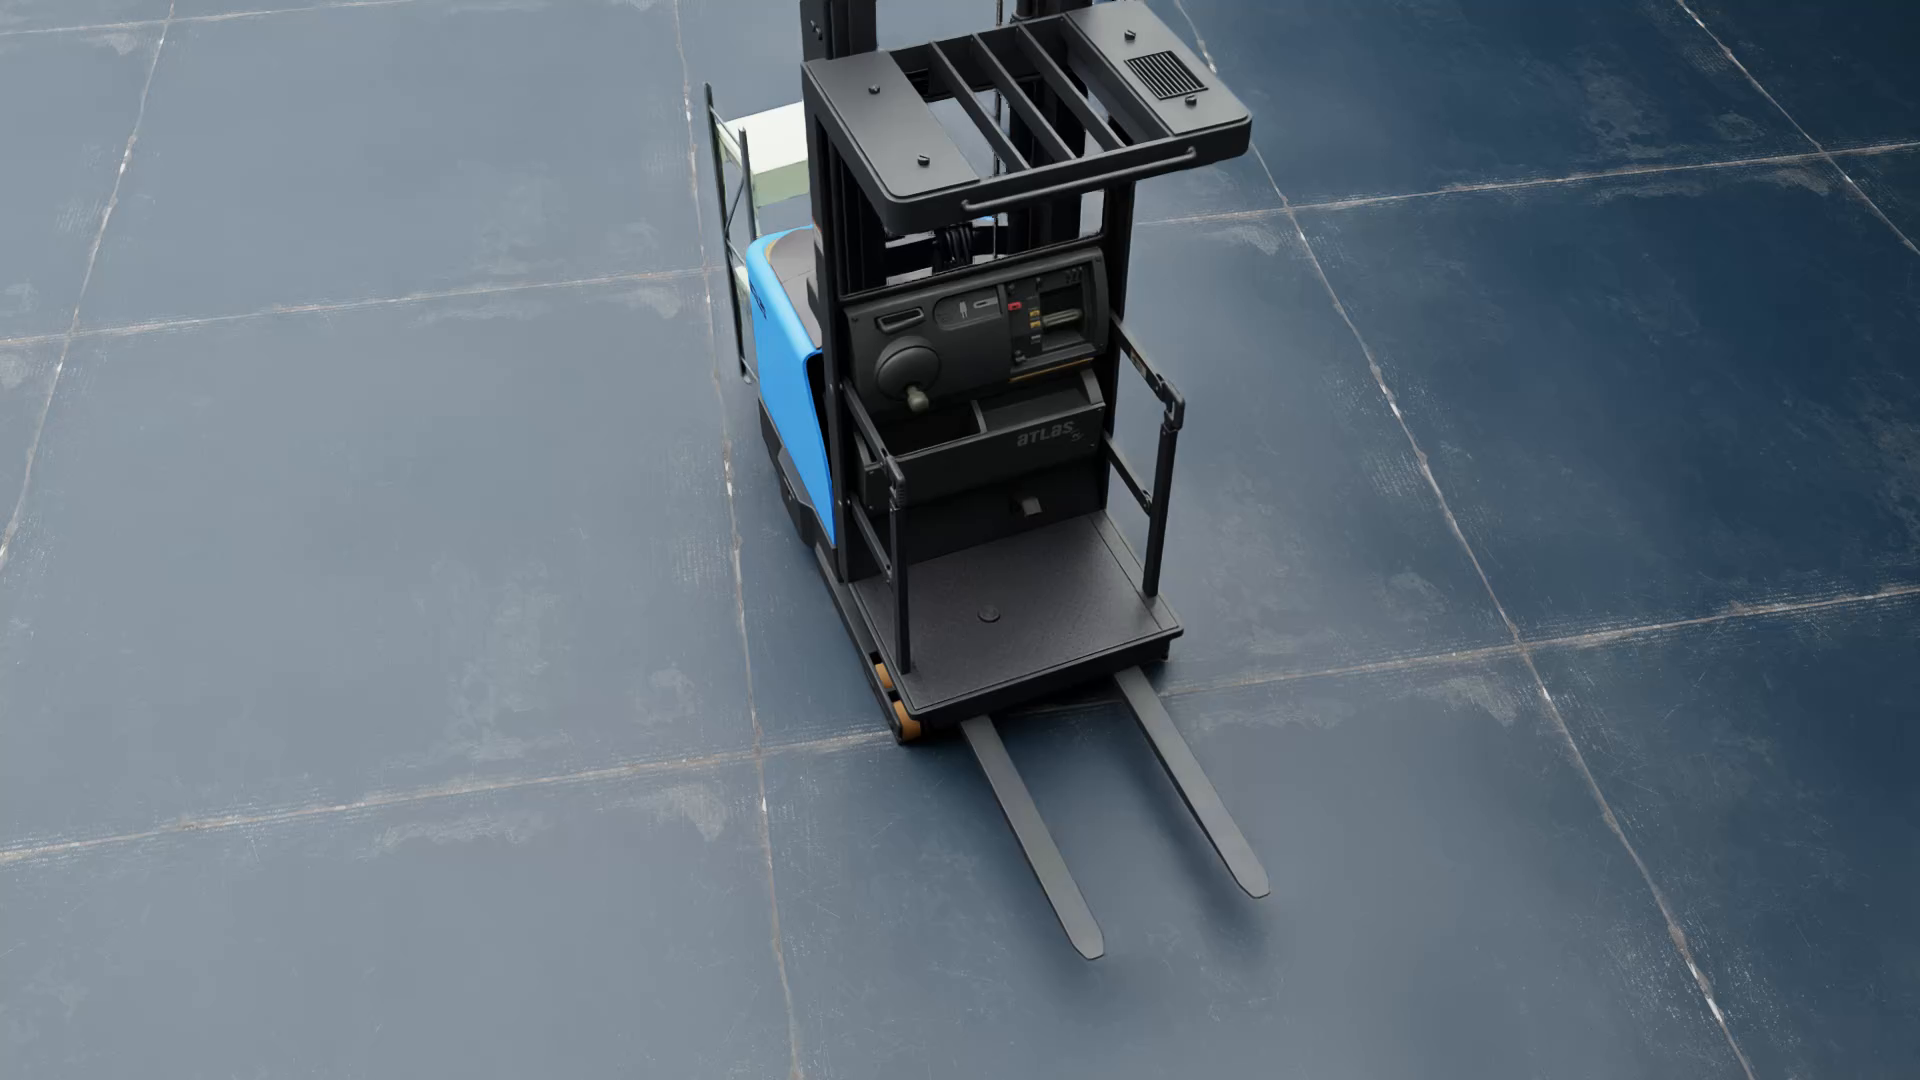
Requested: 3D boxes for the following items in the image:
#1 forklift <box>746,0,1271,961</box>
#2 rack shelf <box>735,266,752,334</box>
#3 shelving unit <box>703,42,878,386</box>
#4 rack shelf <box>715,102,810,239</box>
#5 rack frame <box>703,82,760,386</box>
[{"bbox_3d":[0.154,-0.614,5.499,1.130,2.935,3.031,-16,48,-15],"label":"forklift"},{"bbox_3d":[-0.593,-1.064,7.378,0.720,0.370,0.431,-21,49,-19],"label":"rack shelf"},{"bbox_3d":[-0.594,-1.292,7.144,0.755,1.500,0.431,-21,49,-19],"label":"shelving unit"},{"bbox_3d":[-0.595,-1.565,6.865,0.720,0.370,0.431,-21,49,-19],"label":"rack shelf"},{"bbox_3d":[-0.918,-1.170,7.027,0.023,1.500,0.400,-21,49,-19],"label":"rack frame"}]
